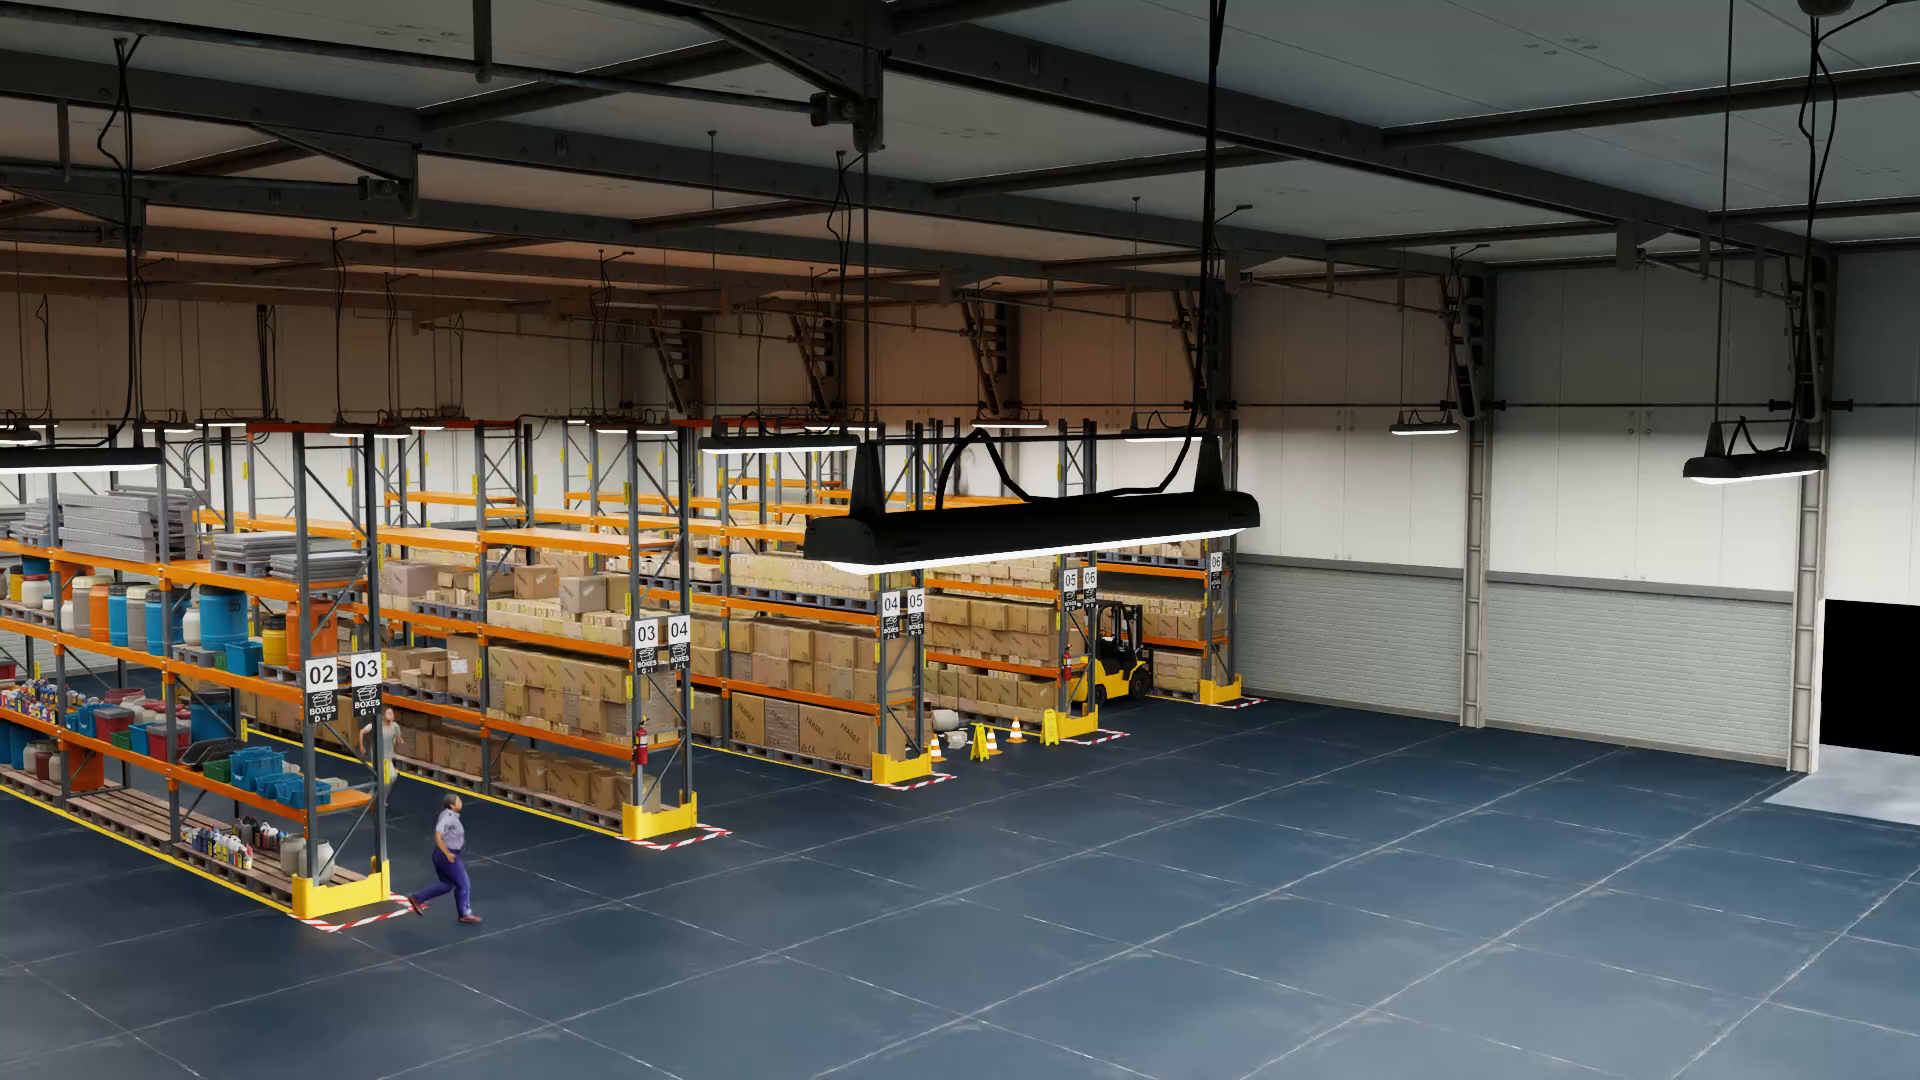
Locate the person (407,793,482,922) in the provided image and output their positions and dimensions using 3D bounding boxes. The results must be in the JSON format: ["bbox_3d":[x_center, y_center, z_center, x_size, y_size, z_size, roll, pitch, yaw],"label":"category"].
[{"bbox_3d":[-6.253,3.890,20.191,0.853,1.630,0.630,-2,5,-22],"label":"person"}]

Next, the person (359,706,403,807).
[{"bbox_3d":[-8.968,3.388,25.867,0.753,1.607,0.597,3,5,31],"label":"person"}]
